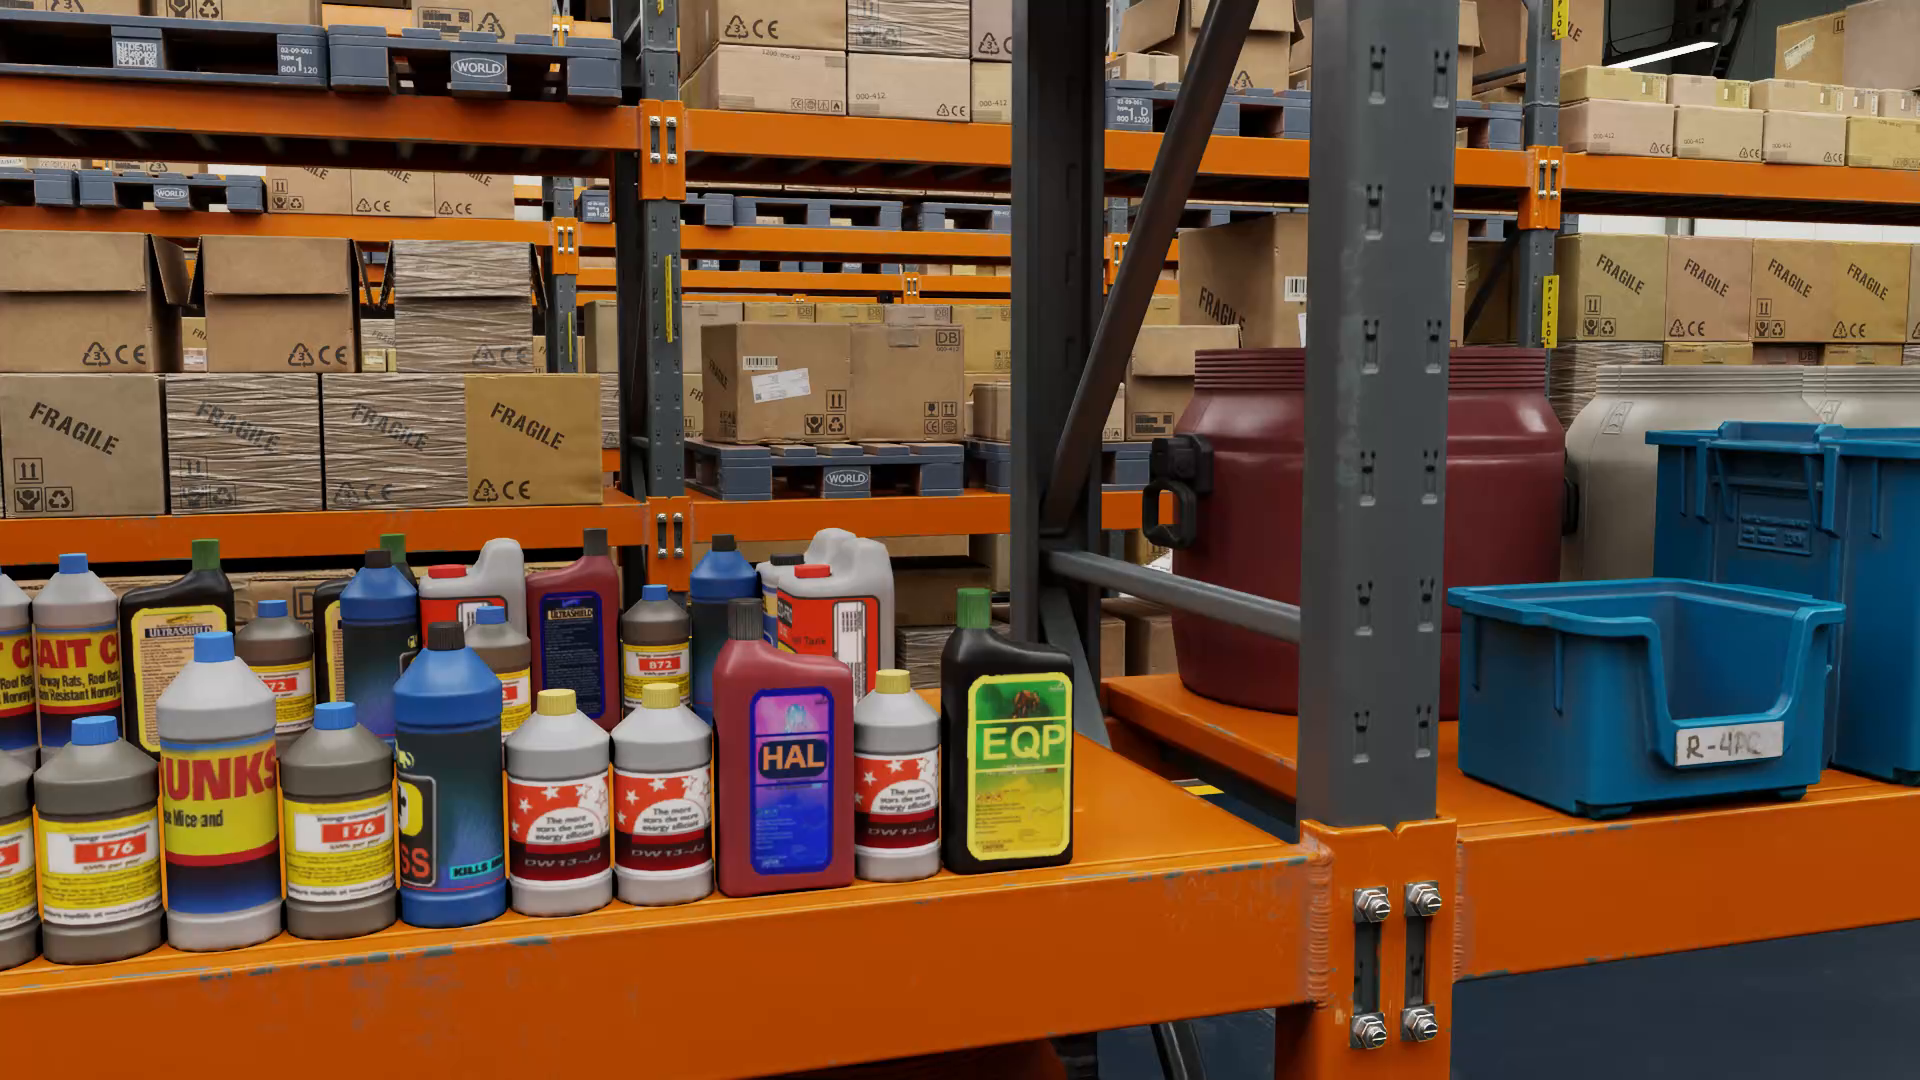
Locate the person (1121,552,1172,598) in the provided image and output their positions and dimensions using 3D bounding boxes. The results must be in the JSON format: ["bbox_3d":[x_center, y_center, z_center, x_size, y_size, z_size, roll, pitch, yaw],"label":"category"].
[{"bbox_3d":[1.378,0.388,9.522,0.954,0.942,0.563,-2,6,-19],"label":"person"}]
